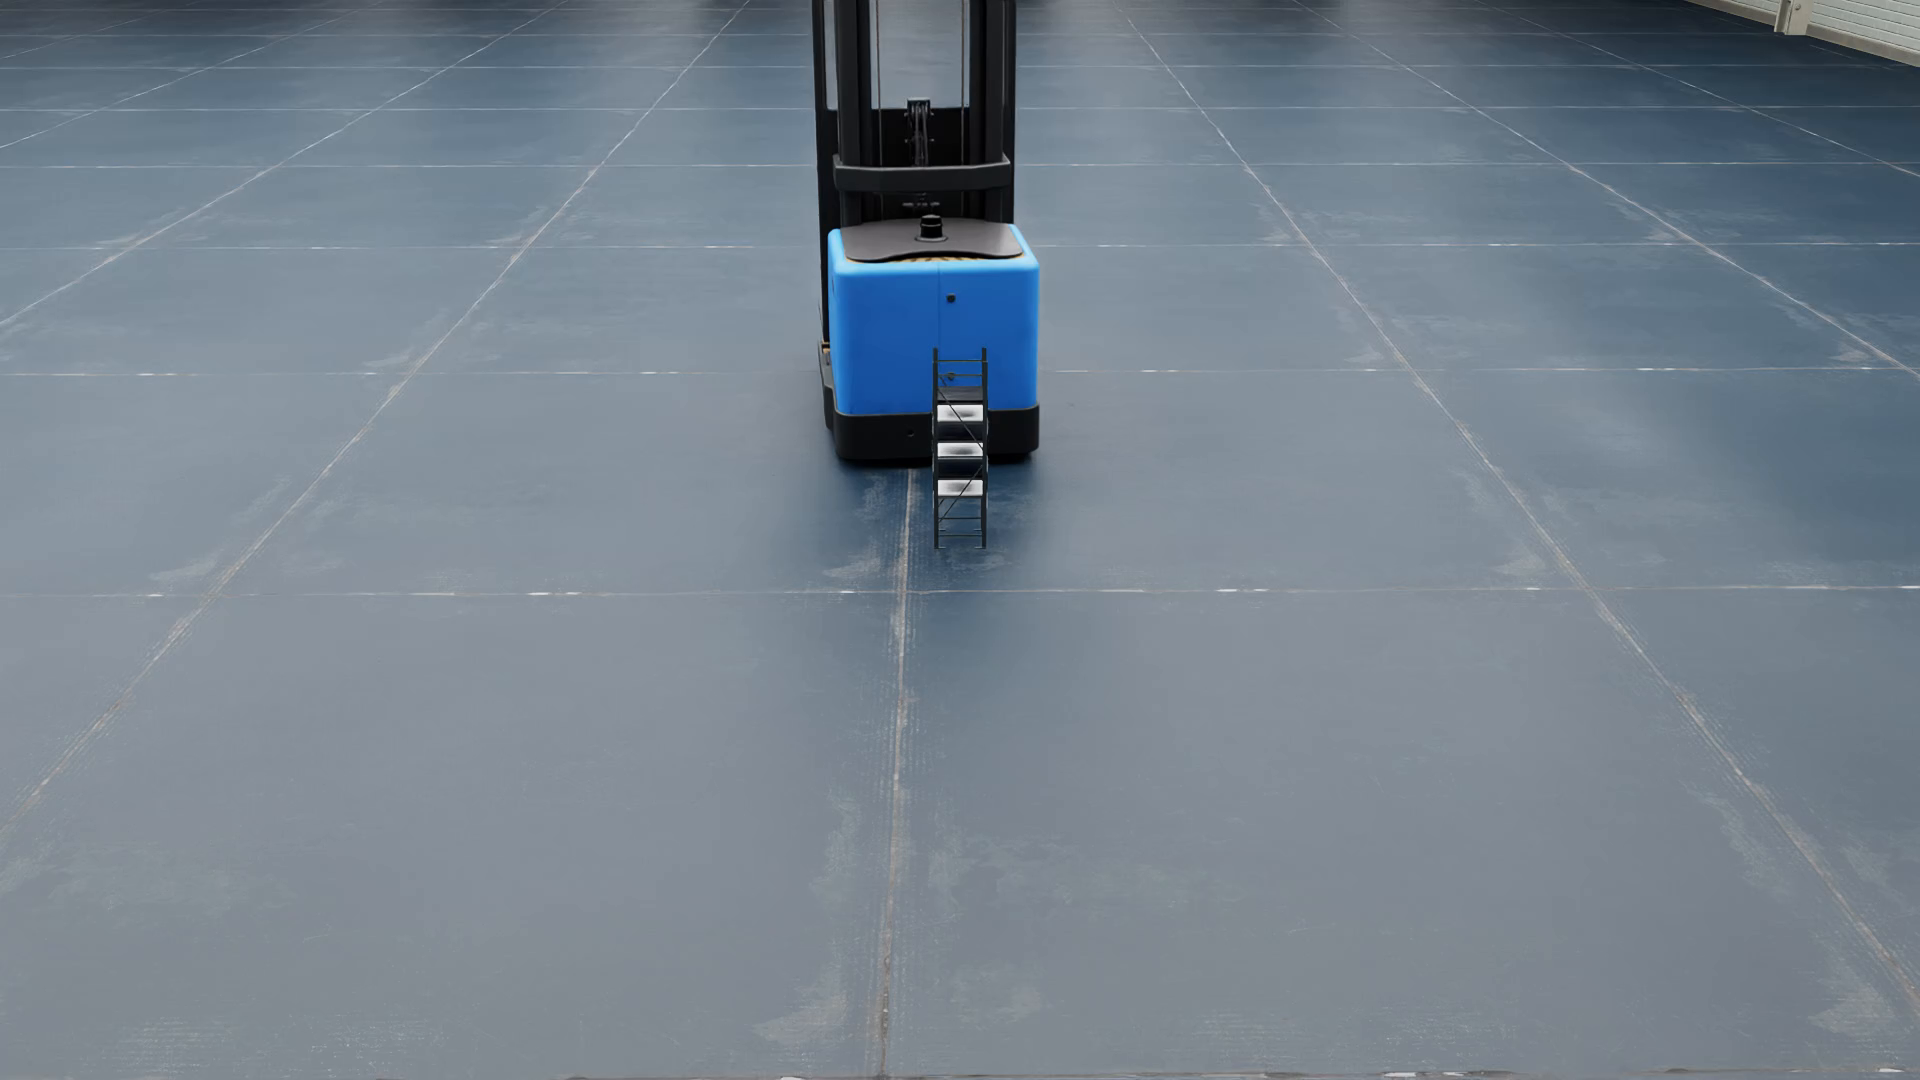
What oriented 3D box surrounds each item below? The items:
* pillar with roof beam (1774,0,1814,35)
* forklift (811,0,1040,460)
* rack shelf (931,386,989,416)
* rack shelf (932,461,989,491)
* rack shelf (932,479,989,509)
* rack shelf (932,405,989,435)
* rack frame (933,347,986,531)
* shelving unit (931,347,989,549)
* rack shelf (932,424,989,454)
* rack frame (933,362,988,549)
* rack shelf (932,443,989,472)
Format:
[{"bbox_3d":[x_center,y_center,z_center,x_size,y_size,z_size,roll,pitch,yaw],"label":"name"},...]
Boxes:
[{"bbox_3d":[7.571,-11.328,21.876,9.100,9.000,0.400,0,24,-1],"label":"pillar with roof beam"},{"bbox_3d":[-0.272,-2.317,9.316,1.130,2.935,3.031,-3,24,-6],"label":"forklift"},{"bbox_3d":[0.000,-0.629,7.474,0.258,0.077,0.200,0,24,-1],"label":"rack shelf"},{"bbox_3d":[0.000,-0.301,7.623,0.258,0.077,0.200,0,24,-1],"label":"rack shelf"},{"bbox_3d":[0.000,-0.219,7.660,0.258,0.077,0.200,0,24,-1],"label":"rack shelf"},{"bbox_3d":[0.000,-0.547,7.512,0.258,0.077,0.200,0,24,-1],"label":"rack shelf"},{"bbox_3d":[-0.001,-0.455,7.665,0.240,0.900,0.006,0,24,-1],"label":"rack frame"},{"bbox_3d":[0.000,-0.413,7.572,0.258,0.900,0.210,0,24,-1],"label":"shelving unit"},{"bbox_3d":[0.000,-0.465,7.549,0.258,0.077,0.200,0,24,-1],"label":"rack shelf"},{"bbox_3d":[0.001,-0.371,7.479,0.240,0.900,0.006,0,24,-1],"label":"rack frame"},{"bbox_3d":[0.000,-0.383,7.586,0.258,0.077,0.200,0,24,-1],"label":"rack shelf"}]
